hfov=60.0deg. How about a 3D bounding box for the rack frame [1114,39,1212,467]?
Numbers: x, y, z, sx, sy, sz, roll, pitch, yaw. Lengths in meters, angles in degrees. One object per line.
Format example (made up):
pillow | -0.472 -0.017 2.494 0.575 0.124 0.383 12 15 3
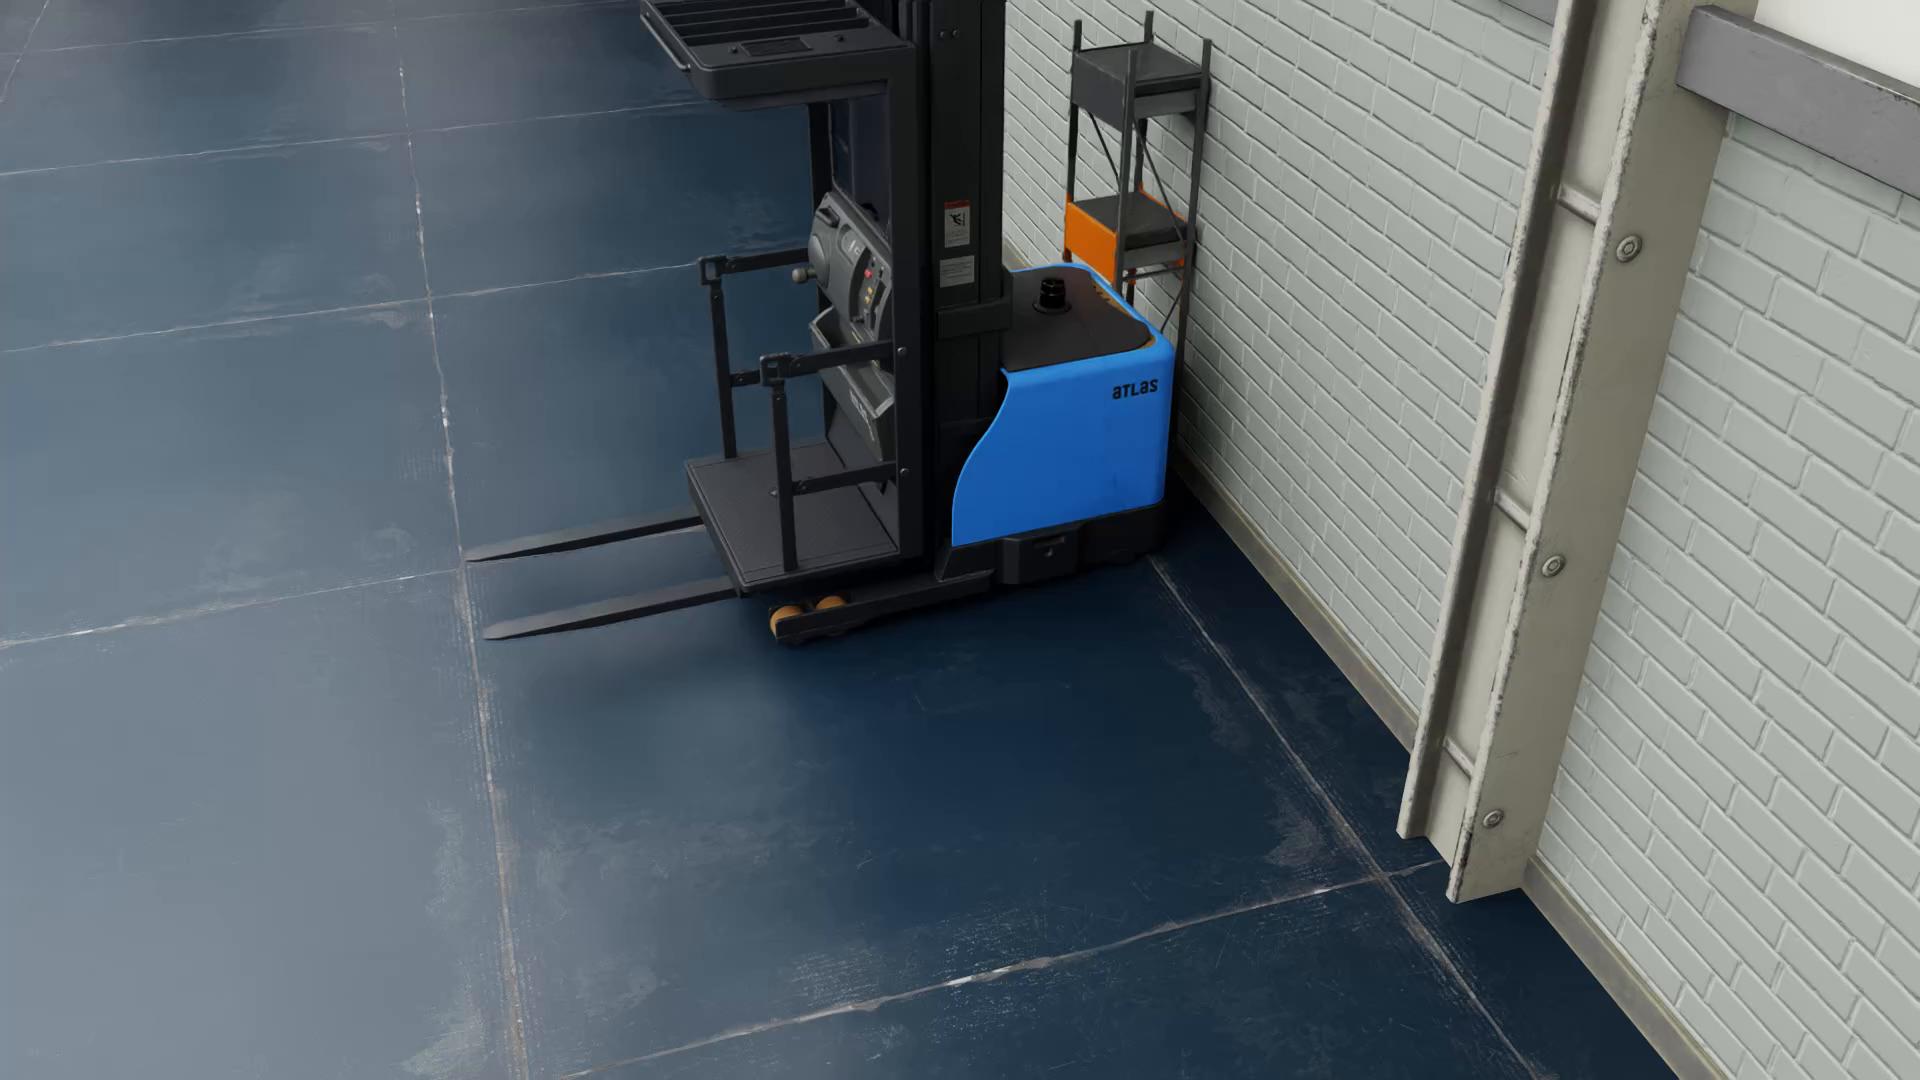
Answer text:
rack frame | 0.884 -1.212 7.601 0.400 2.100 0.015 -14 35 -21

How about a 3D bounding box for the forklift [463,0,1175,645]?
forklift | -0.637 -1.106 6.765 3.031 2.935 1.130 -12 35 -17

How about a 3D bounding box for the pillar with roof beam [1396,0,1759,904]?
pillar with roof beam | -2.287 -1.886 2.441 9.100 9.000 0.400 -10 35 -15

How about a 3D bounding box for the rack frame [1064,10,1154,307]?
rack frame | 0.678 -1.452 7.973 0.400 2.100 0.015 -14 35 -21

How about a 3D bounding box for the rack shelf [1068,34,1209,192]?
rack shelf | 0.787 -1.910 7.416 0.431 0.518 0.480 -14 35 -21

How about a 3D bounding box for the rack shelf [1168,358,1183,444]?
rack shelf | 0.776 -0.732 8.173 0.431 0.518 0.480 -14 35 -21

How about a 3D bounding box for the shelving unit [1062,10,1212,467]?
shelving unit | 0.781 -1.332 7.787 0.431 2.100 0.503 -14 35 -21

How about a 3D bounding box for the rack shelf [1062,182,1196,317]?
rack shelf | 0.781 -1.321 7.794 0.431 0.518 0.480 -14 35 -21
